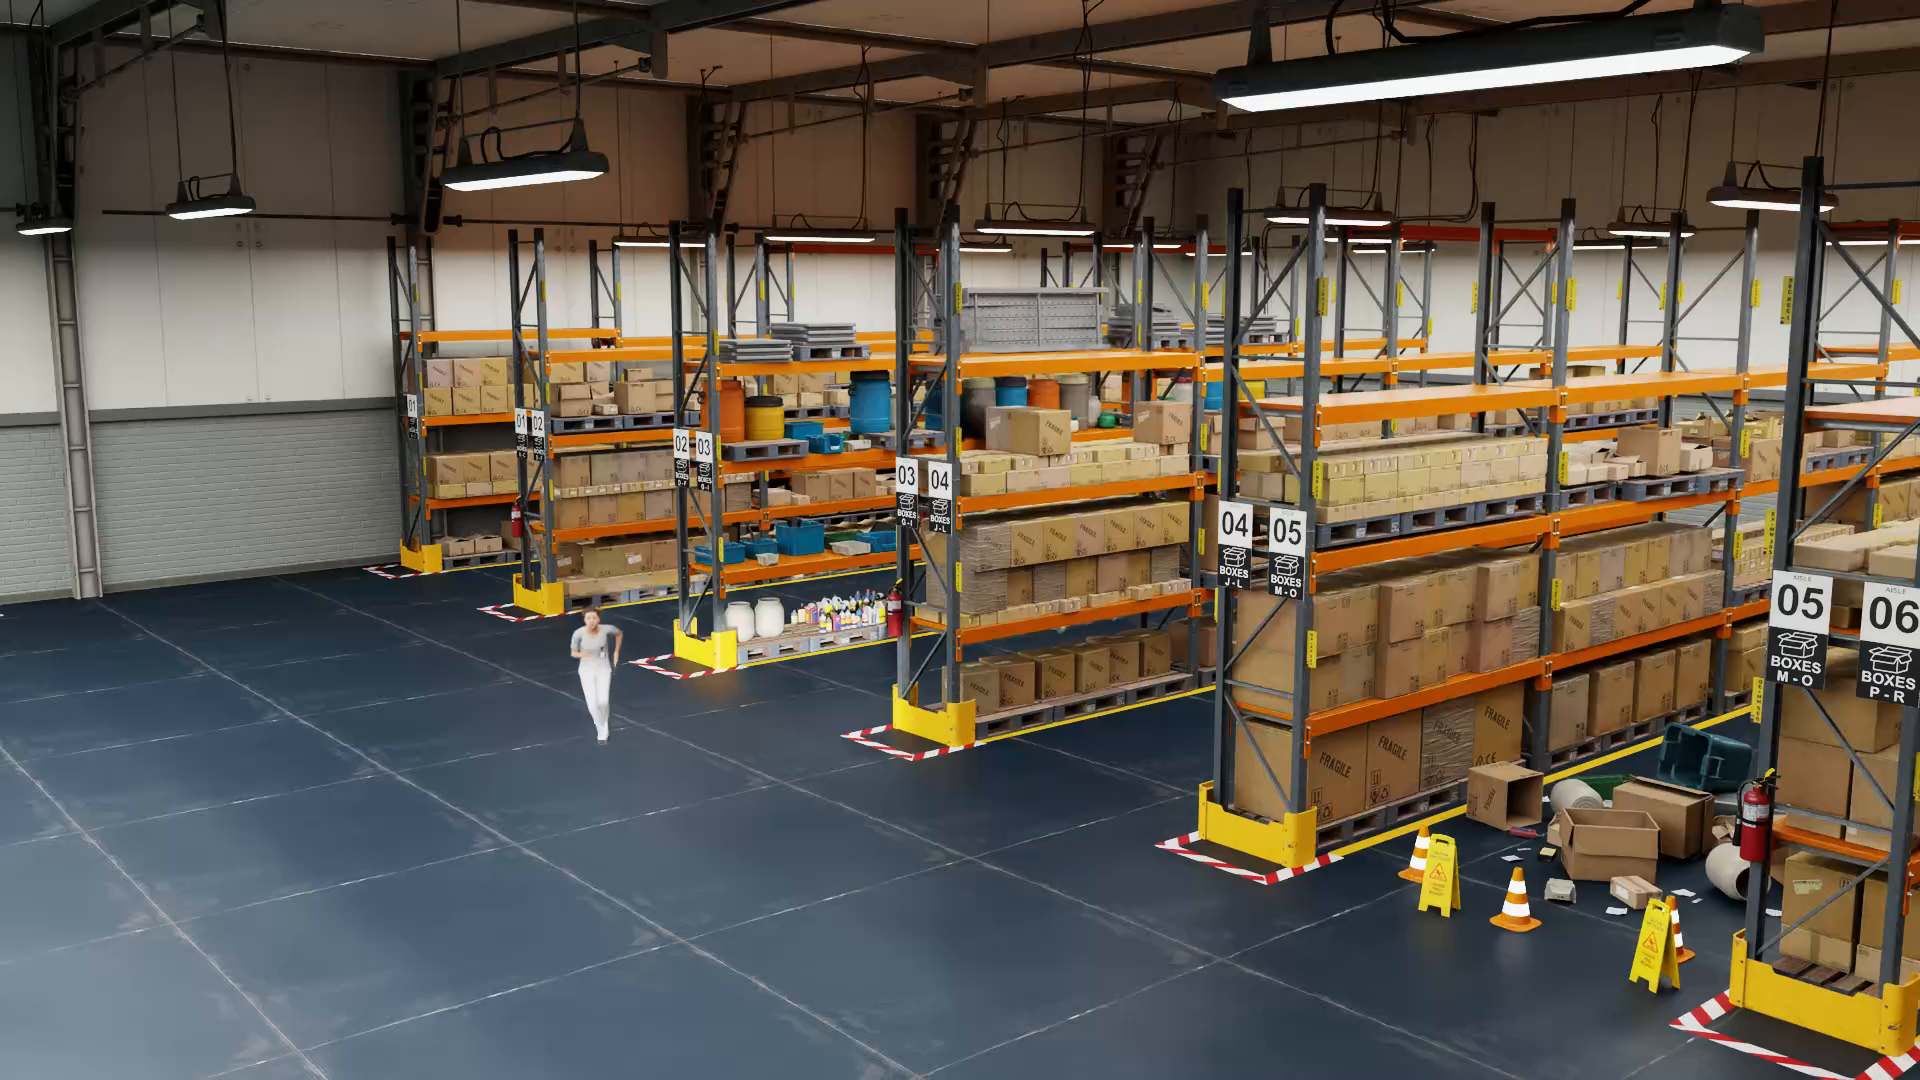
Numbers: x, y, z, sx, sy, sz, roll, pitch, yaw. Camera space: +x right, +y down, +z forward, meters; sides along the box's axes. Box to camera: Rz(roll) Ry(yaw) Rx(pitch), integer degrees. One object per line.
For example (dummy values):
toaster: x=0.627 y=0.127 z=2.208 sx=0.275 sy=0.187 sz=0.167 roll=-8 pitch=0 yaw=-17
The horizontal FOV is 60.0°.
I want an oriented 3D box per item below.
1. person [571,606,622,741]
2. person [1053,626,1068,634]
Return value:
person: x=-4.062 y=1.512 z=18.633 sx=0.541 sy=1.600 sz=0.766 roll=-1 pitch=9 yaw=-6
person: x=1.305 y=0.424 z=23.490 sx=0.678 sy=1.809 sz=0.706 roll=-8 pitch=12 yaw=-44
